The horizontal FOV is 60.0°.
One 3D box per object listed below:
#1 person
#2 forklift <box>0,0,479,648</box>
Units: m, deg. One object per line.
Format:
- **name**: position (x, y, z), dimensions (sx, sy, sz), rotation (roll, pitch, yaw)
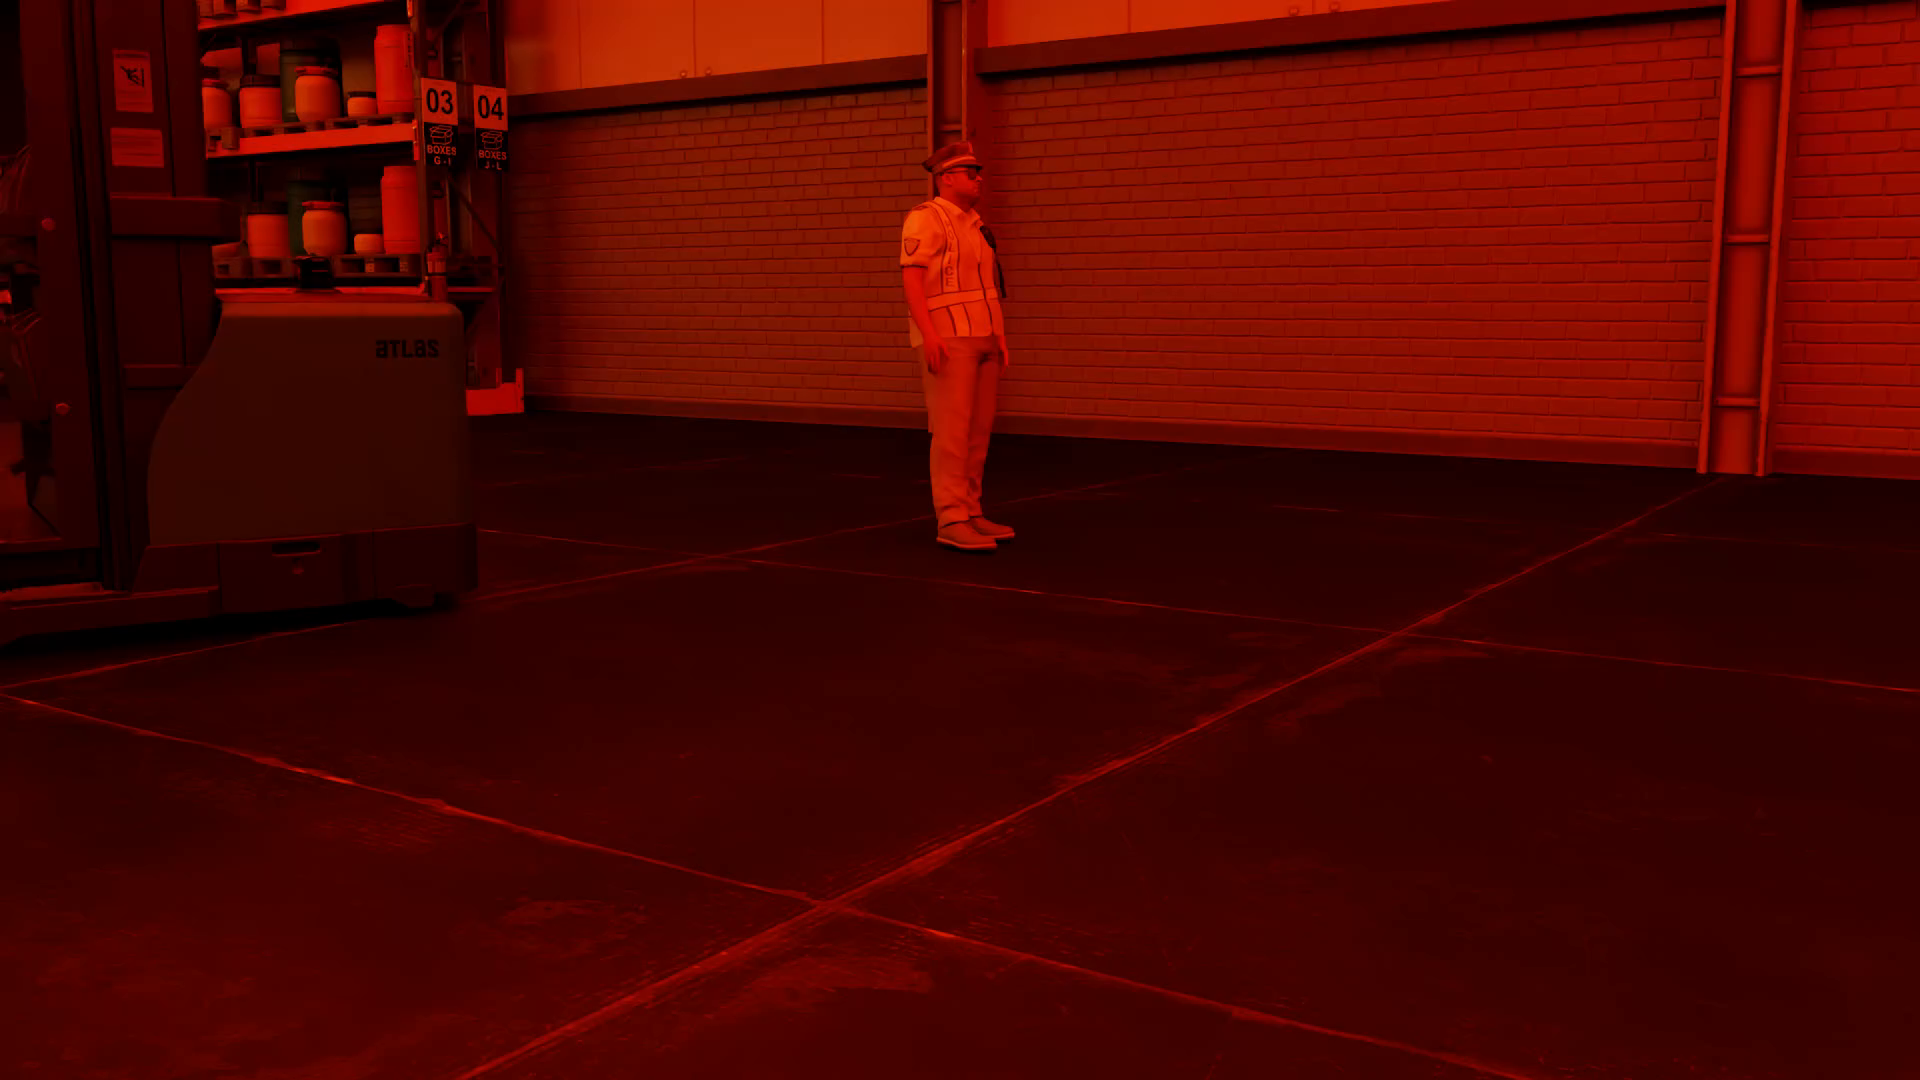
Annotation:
- **person**: position (0.058, -0.881, 7.424), dimensions (0.574, 1.778, 0.641), rotation (5, 10, 34)
- **forklift**: position (-3.220, -1.148, 5.267), dimensions (3.031, 2.935, 1.130), rotation (-5, 10, -33)
